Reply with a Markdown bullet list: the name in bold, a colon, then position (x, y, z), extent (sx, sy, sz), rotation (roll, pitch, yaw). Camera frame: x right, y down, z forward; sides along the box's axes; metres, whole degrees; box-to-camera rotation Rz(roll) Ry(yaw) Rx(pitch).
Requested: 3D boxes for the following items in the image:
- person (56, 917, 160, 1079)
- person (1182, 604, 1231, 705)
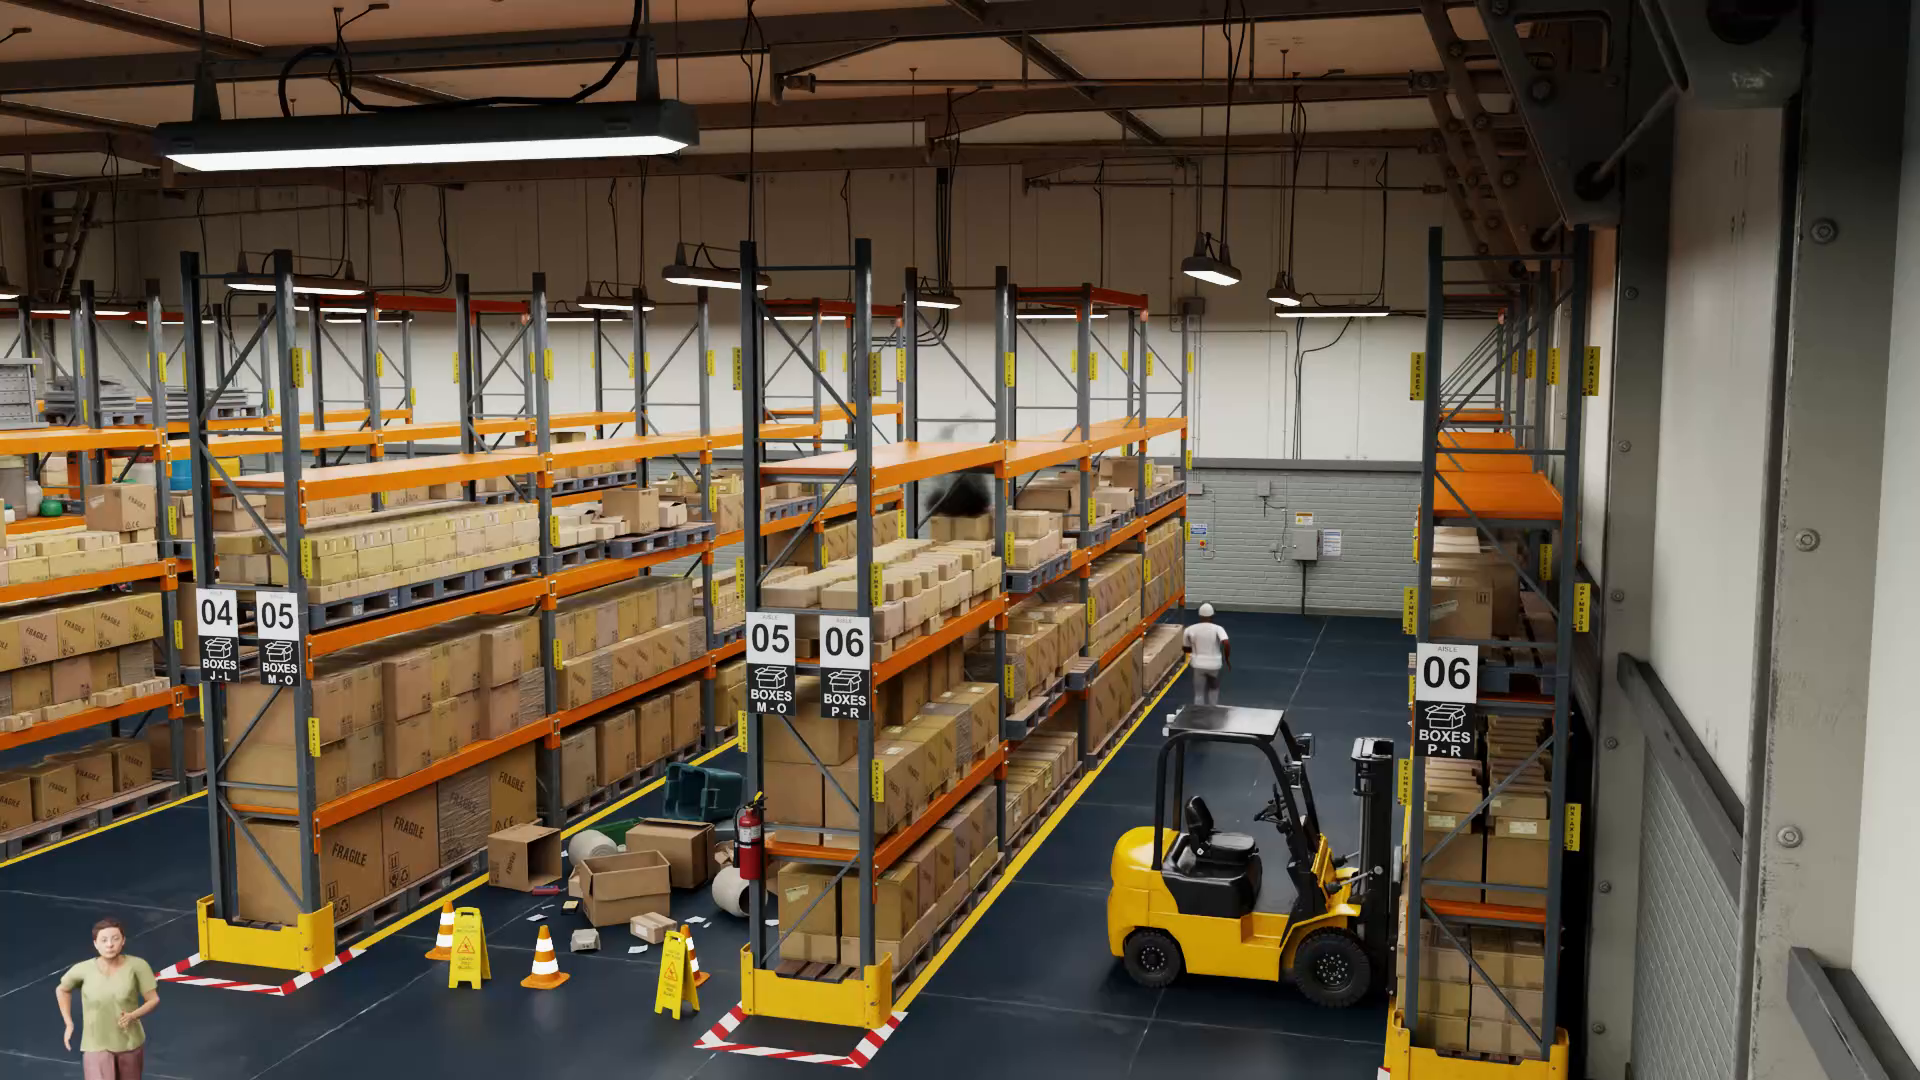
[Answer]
- **person**: position (-5.280, 3.184, 10.367), extent (0.547, 1.684, 0.685), rotation (-4, 8, -33)
- **person**: position (3.347, 1.769, 22.612), extent (0.670, 1.815, 0.834), rotation (1, 7, 12)
